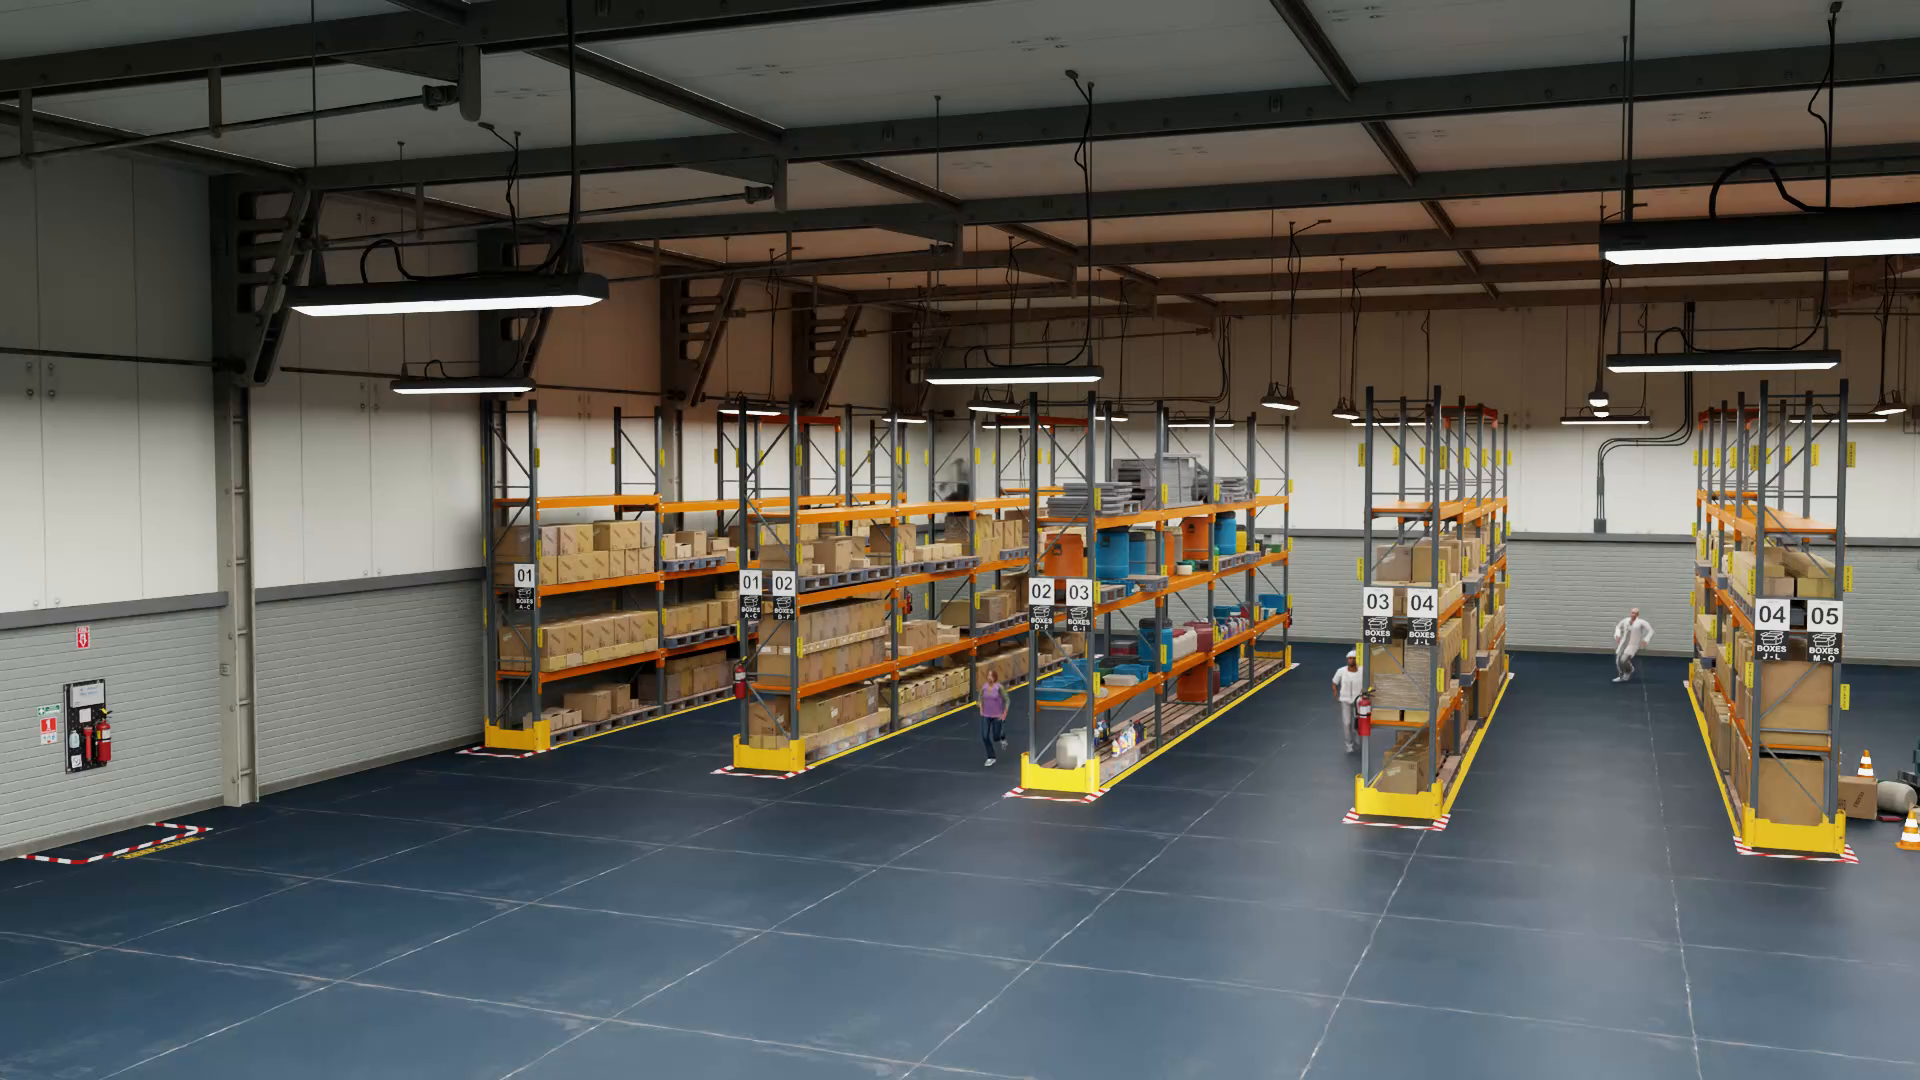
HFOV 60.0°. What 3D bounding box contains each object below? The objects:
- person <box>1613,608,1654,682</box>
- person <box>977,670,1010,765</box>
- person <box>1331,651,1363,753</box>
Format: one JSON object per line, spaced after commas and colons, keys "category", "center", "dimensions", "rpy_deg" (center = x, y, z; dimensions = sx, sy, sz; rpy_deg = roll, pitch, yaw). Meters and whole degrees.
{"category": "person", "center": [14.929, 2.349, 36.989], "dimensions": [0.606, 1.687, 0.821], "rpy_deg": [-2, 3, -36]}
{"category": "person", "center": [0.548, 2.903, 27.305], "dimensions": [0.560, 1.538, 0.580], "rpy_deg": [1, 3, 18]}
{"category": "person", "center": [6.676, 2.744, 28.333], "dimensions": [0.704, 1.722, 0.694], "rpy_deg": [1, 3, 17]}
